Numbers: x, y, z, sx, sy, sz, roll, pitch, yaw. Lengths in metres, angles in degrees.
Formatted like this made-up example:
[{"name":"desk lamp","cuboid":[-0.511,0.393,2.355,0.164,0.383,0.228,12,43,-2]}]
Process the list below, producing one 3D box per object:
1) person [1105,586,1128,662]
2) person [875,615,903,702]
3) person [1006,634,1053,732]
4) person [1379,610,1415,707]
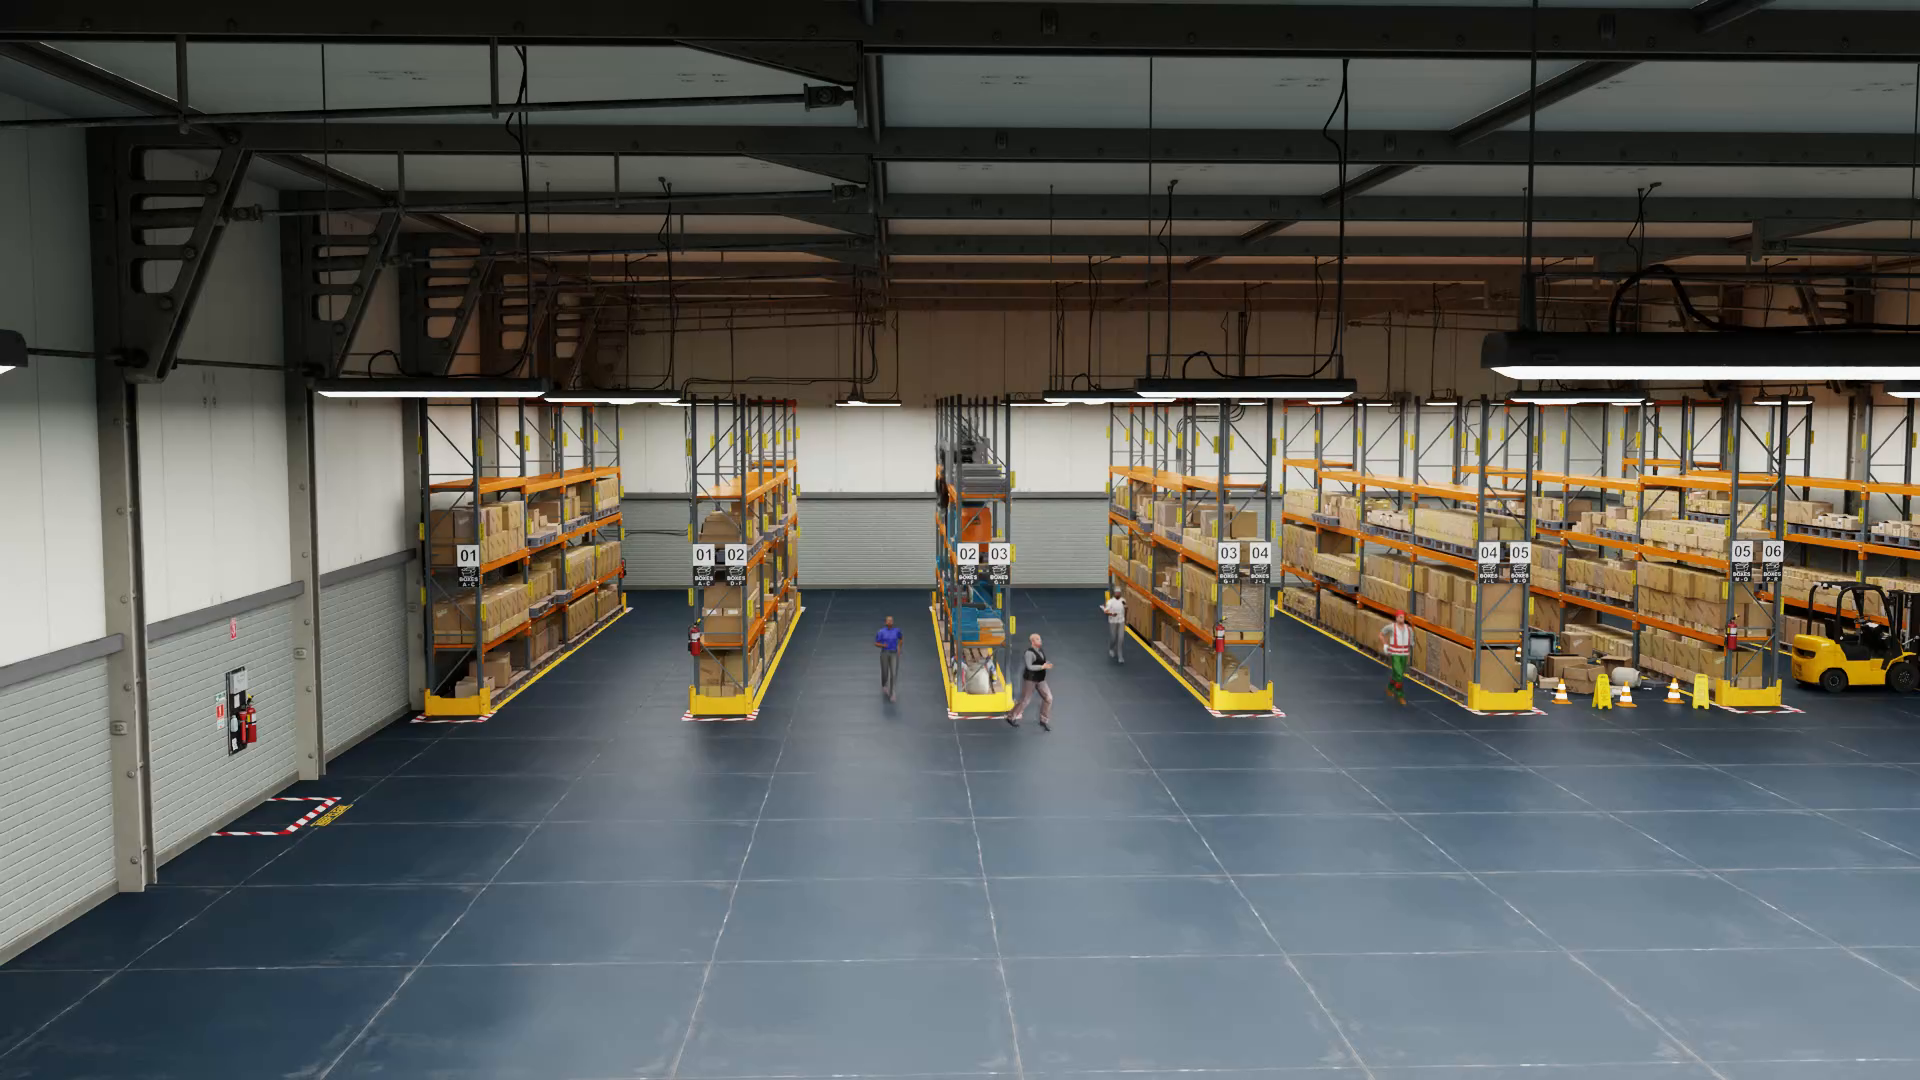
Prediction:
[{"name":"person","cuboid":[3.569,1.884,37.757,0.586,1.680,0.891,-1,5,-6]},{"name":"person","cuboid":[-1.385,2.306,32.680,0.583,1.627,0.915,-1,5,-8]},{"name":"person","cuboid":[1.286,2.540,29.598,0.900,1.771,0.662,3,5,33]},{"name":"person","cuboid":[8.560,2.265,32.438,0.645,1.826,0.891,-1,5,-17]}]
